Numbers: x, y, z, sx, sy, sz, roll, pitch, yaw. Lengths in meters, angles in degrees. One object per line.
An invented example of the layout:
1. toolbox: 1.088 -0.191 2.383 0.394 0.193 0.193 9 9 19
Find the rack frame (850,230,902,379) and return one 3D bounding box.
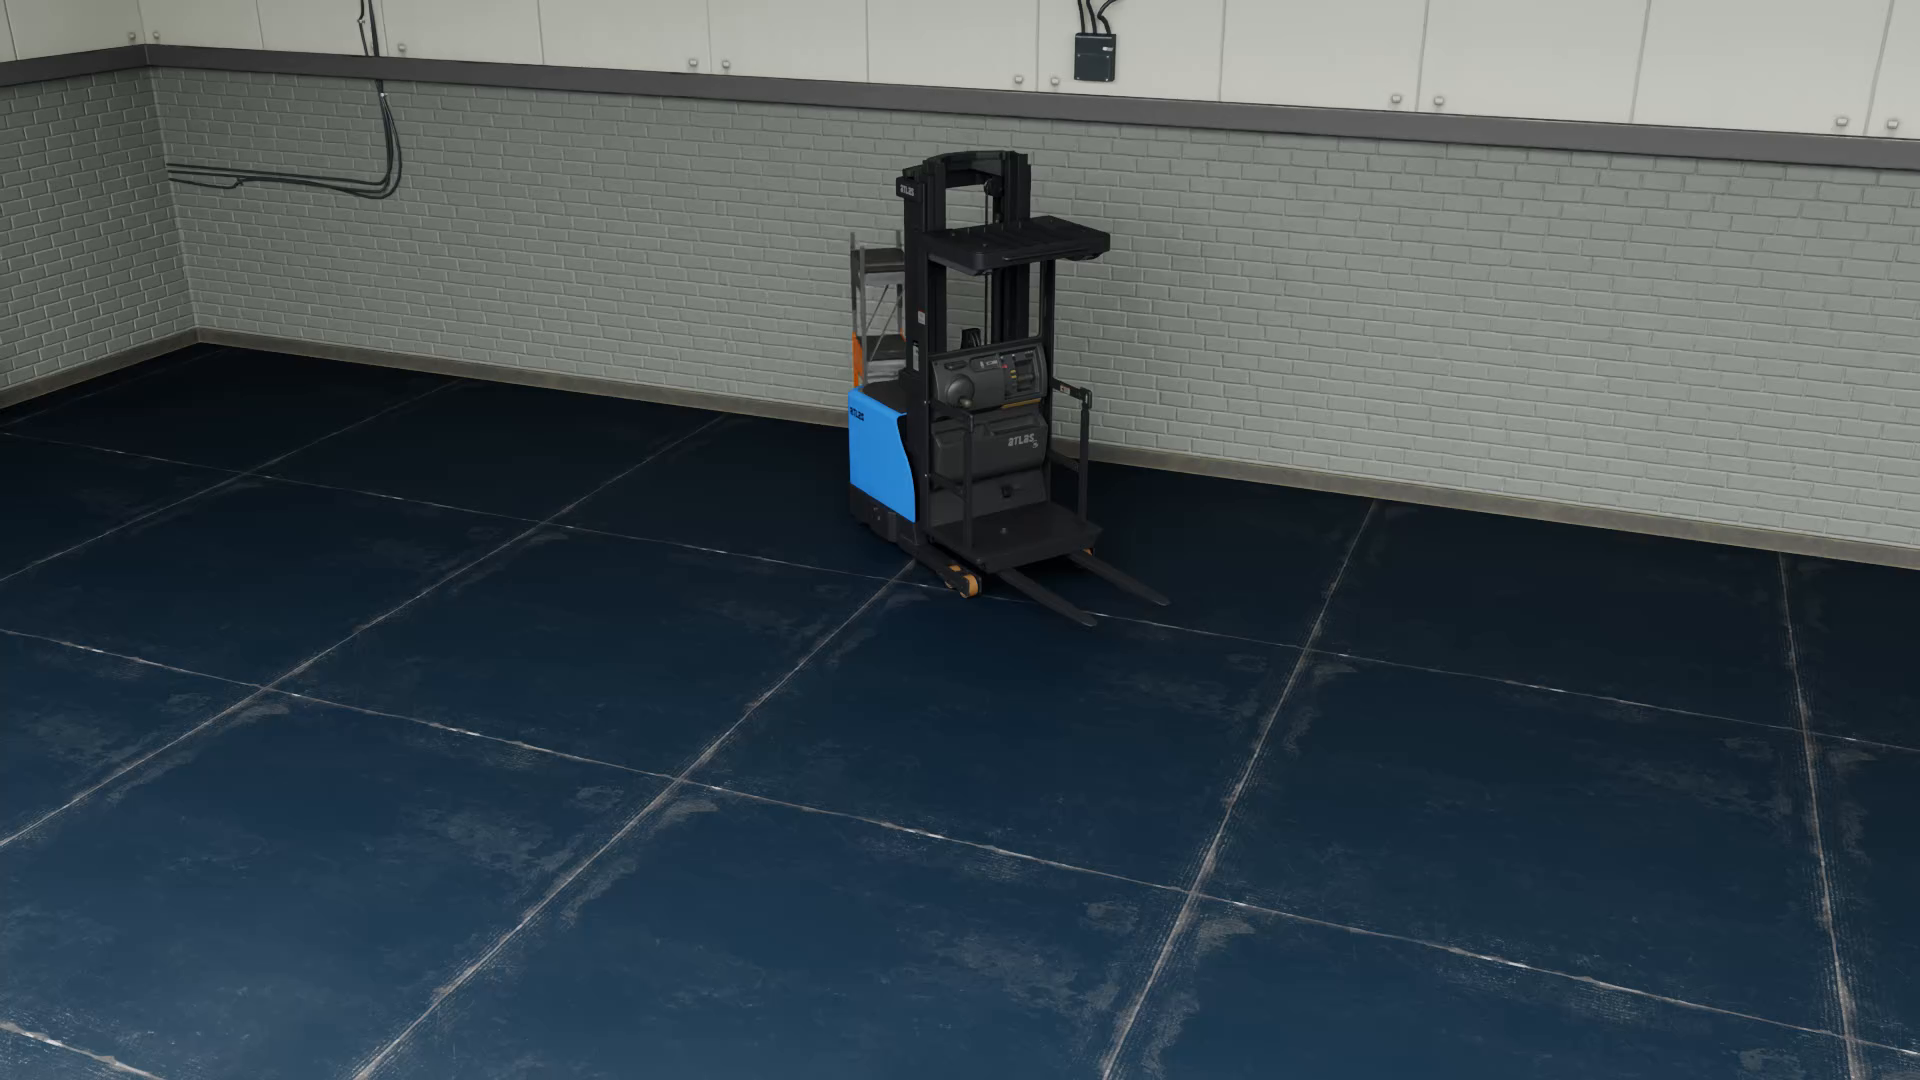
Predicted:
1. rack frame: -0.666 -1.468 13.532 0.400 2.100 0.015 -5 23 -11

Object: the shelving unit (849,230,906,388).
1. shelving unit: -0.616 -1.375 13.313 0.431 2.100 0.503 -5 23 -11

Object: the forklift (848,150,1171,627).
1. forklift: 0.331 -1.149 11.698 1.130 2.935 3.031 -14 26 -29

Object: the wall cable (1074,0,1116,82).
1. wall cable: 1.986 -6.263 11.657 2.305 6.003 0.169 9 24 20

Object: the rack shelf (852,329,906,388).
1. rack shelf: -0.616 -1.362 13.318 0.431 0.518 0.480 -5 23 -11

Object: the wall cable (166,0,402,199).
1. wall cable: -6.822 -4.626 16.179 3.097 2.526 0.112 9 24 20

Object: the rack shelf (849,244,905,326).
1. rack shelf: -0.616 -2.007 13.044 0.431 0.518 0.480 -5 23 -11

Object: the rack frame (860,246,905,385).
1. rack frame: -0.566 -1.282 13.093 0.400 2.100 0.015 -5 23 -11
